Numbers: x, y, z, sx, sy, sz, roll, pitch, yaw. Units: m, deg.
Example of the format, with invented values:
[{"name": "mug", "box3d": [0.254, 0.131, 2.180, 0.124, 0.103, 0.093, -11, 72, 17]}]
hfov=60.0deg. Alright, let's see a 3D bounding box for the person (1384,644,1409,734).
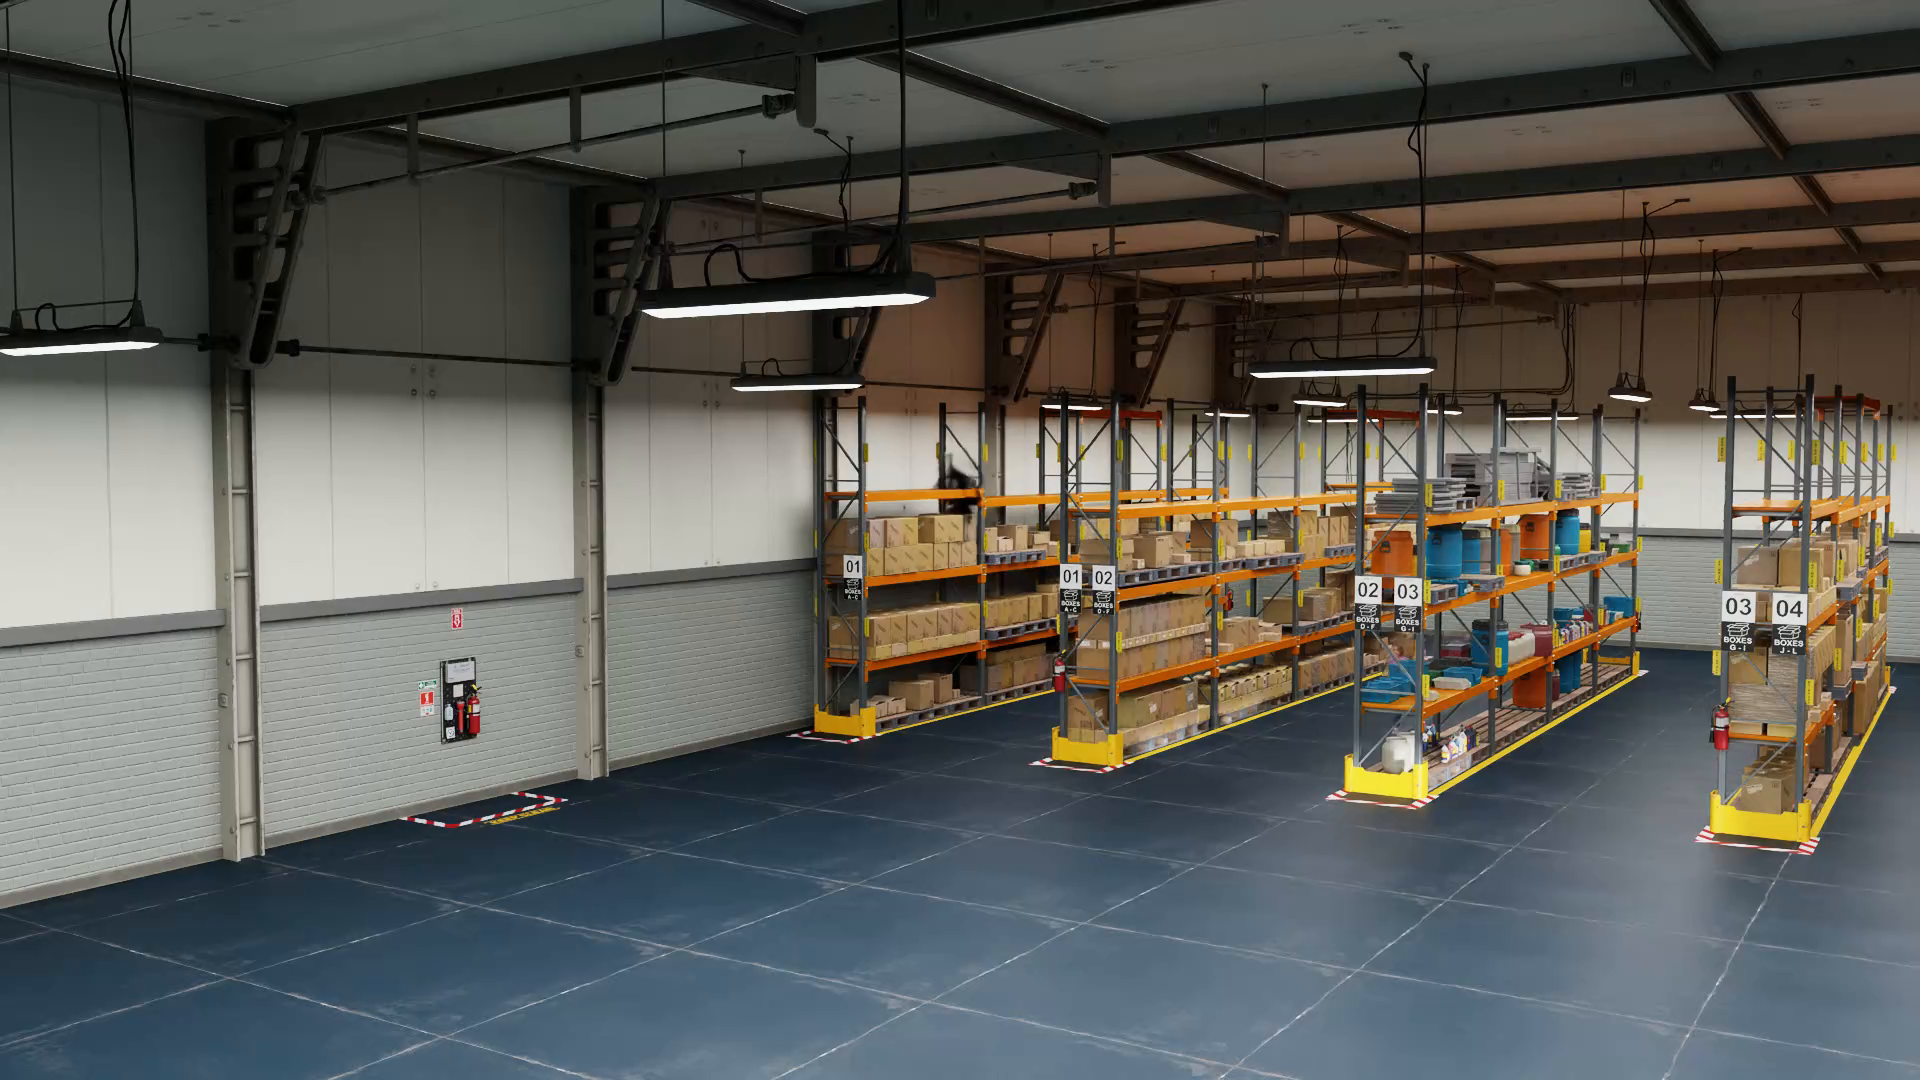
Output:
[{"name": "person", "box3d": [7.884, 2.655, 29.850, 0.566, 1.592, 0.669, 2, 4, 33]}]
